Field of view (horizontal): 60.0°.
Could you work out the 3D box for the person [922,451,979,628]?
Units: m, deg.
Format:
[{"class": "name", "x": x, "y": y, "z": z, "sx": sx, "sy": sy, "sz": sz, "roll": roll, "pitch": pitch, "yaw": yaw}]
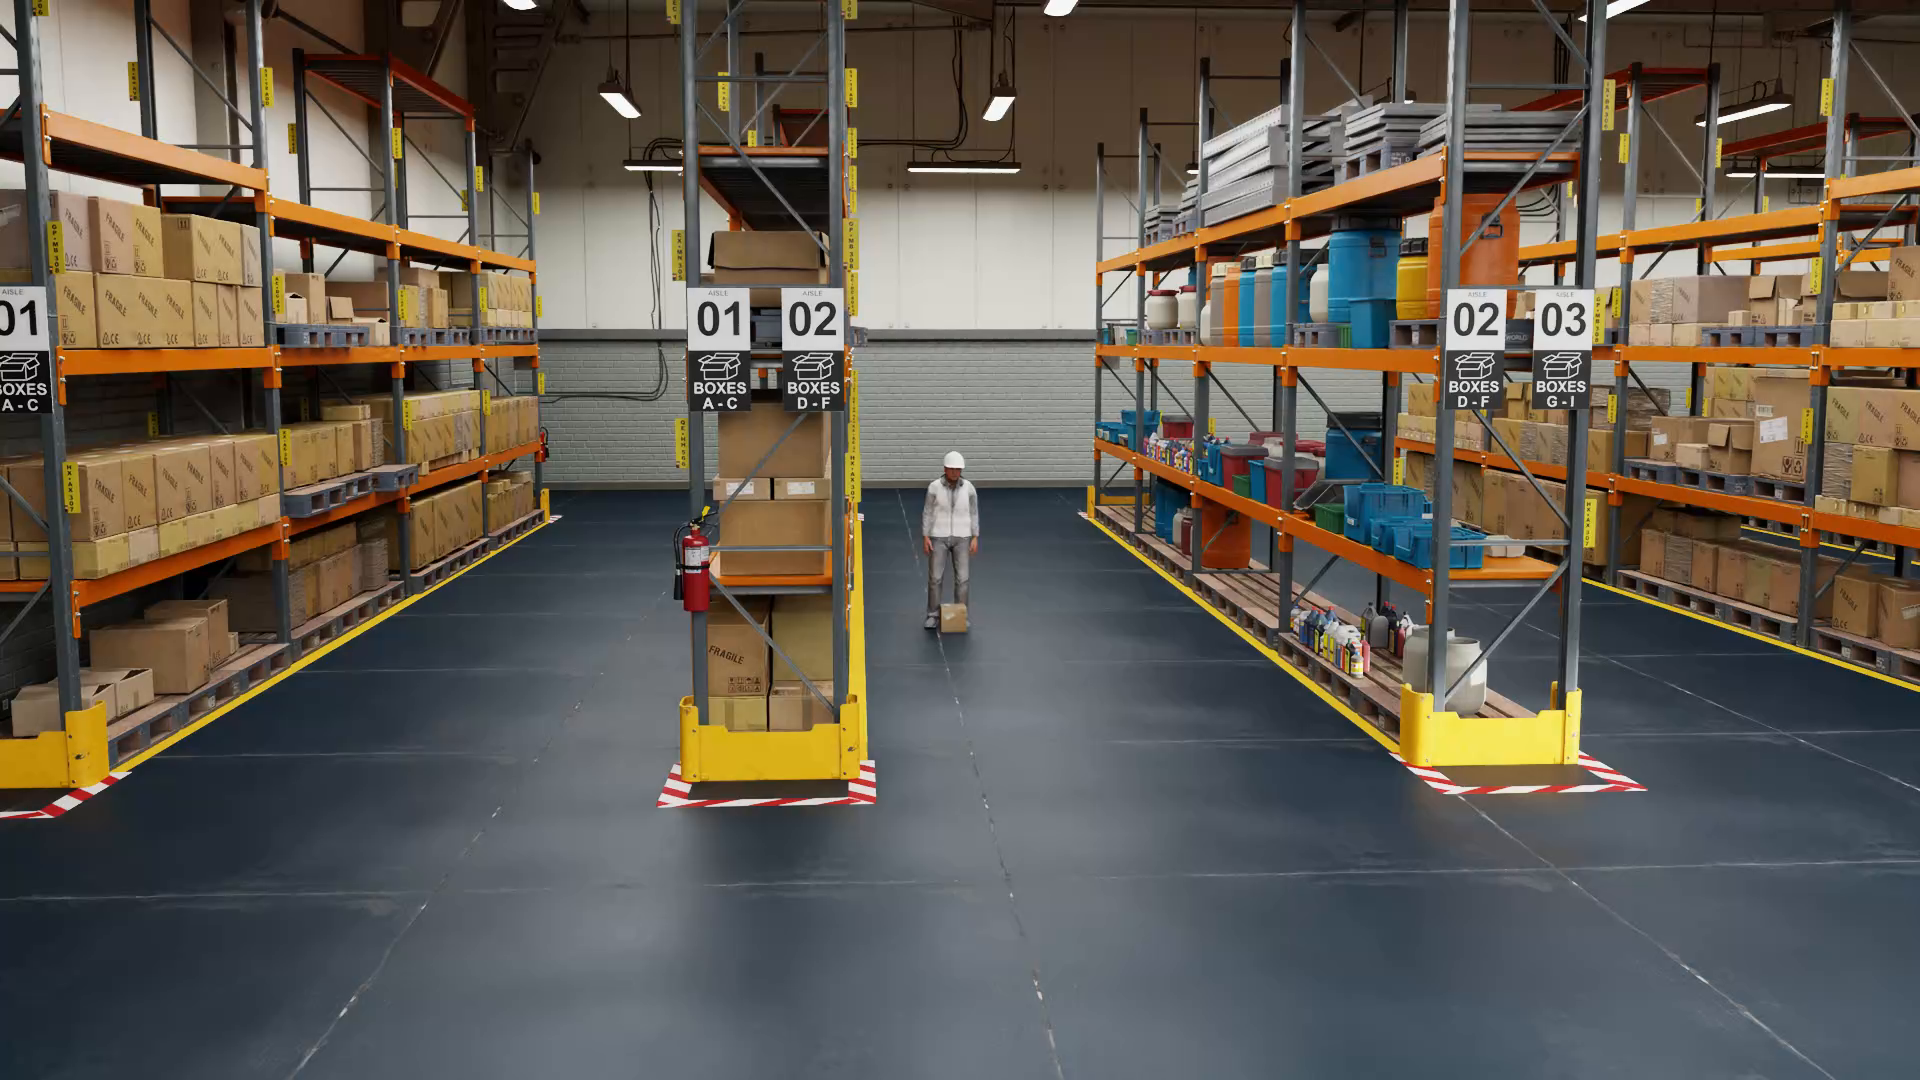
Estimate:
[{"class": "person", "x": -0.093, "y": -0.009, "z": 16.711, "sx": 0.580, "sy": 1.769, "sz": 0.465, "roll": -1, "pitch": 7, "yaw": -7}]
